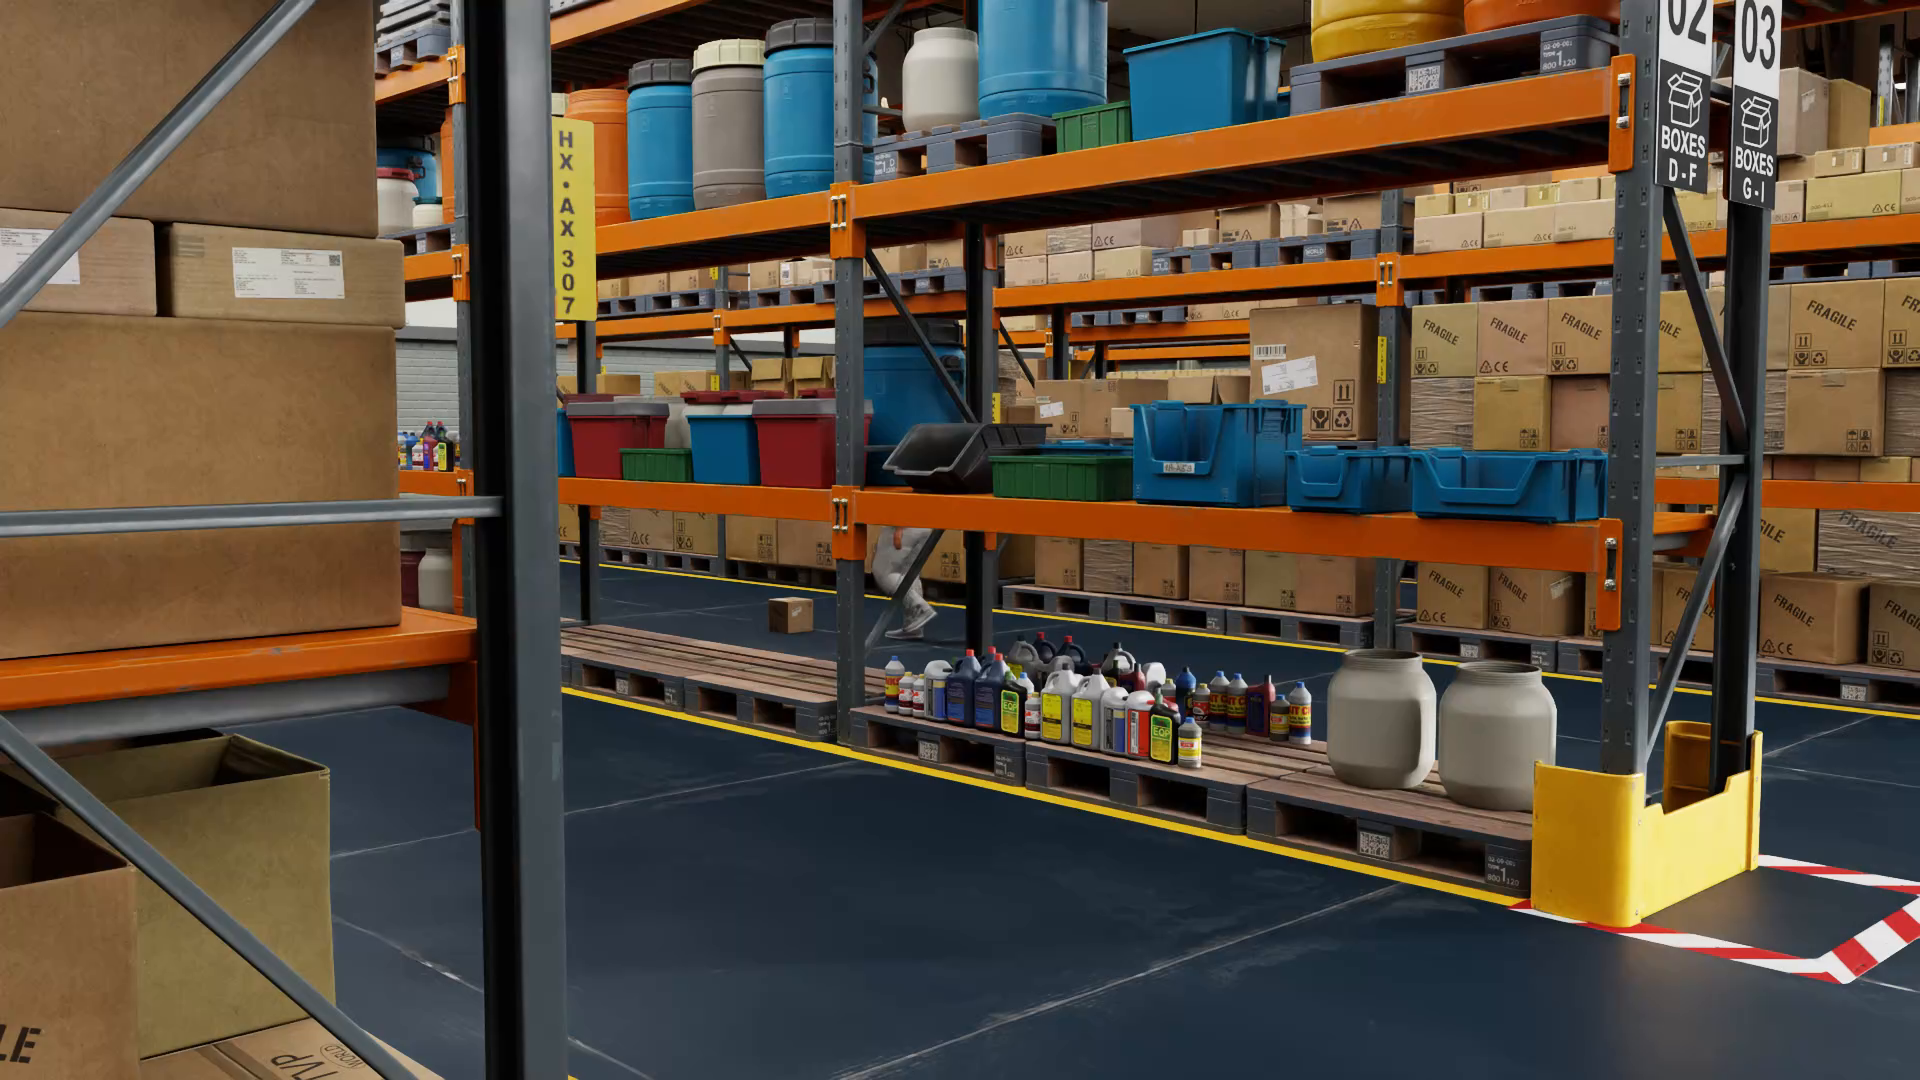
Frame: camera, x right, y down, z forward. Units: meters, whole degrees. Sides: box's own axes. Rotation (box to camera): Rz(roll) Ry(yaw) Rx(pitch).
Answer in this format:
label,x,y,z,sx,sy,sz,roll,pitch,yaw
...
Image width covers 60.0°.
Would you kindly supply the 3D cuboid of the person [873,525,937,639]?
label,x,y,z,sx,sy,sz,roll,pitch,yaw
person,-0.397,-0.074,12.529,0.521,1.660,0.559,1,4,14
